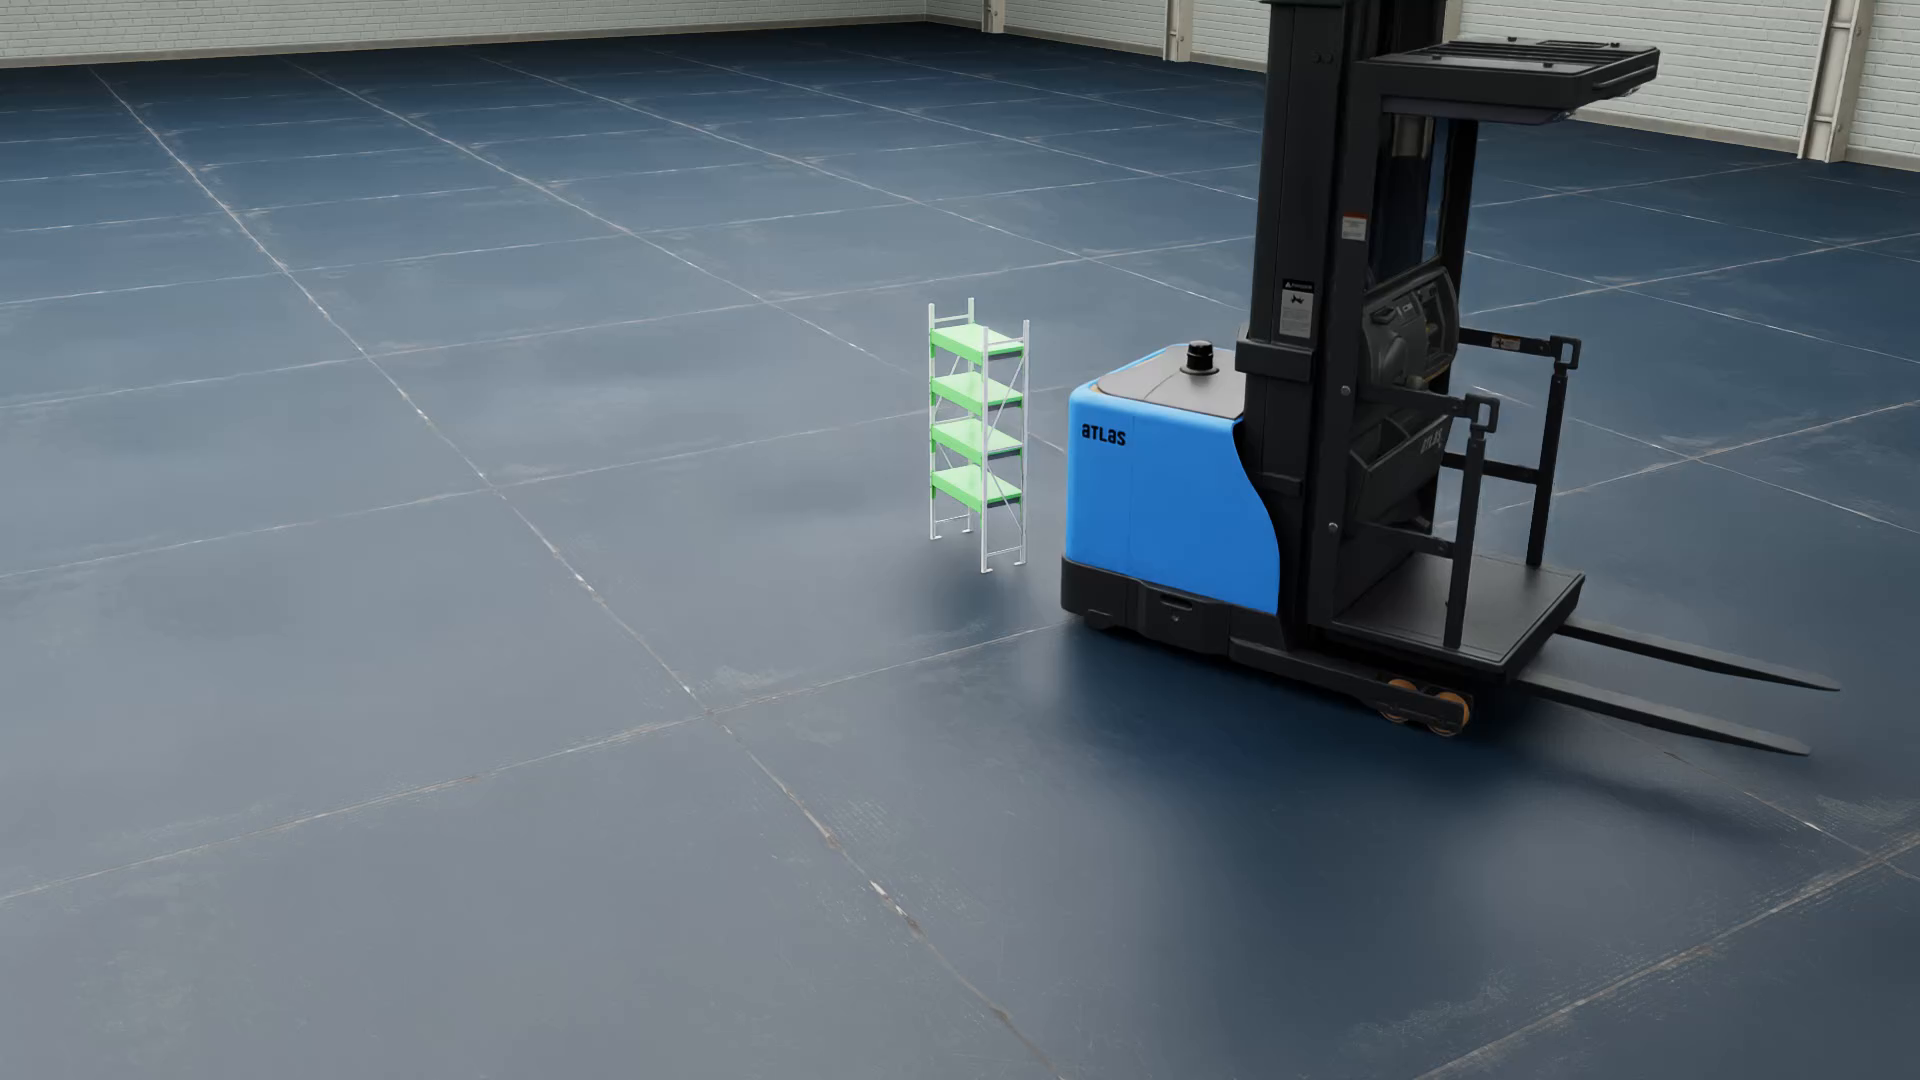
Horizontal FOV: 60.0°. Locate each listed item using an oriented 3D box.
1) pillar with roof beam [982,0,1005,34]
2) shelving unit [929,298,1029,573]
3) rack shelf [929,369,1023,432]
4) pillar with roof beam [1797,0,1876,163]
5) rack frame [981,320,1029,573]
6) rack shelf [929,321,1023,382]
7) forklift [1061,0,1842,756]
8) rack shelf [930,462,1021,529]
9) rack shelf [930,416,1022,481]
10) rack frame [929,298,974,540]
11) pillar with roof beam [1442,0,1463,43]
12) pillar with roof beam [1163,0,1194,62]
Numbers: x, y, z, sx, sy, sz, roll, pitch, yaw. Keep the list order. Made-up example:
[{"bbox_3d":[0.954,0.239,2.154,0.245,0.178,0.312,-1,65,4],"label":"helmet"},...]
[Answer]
[{"bbox_3d":[-3.035,-13.531,29.650,9.100,9.000,0.400,-13,25,-28],"label":"pillar with roof beam"},{"bbox_3d":[0.085,-0.502,7.954,0.258,1.200,0.503,-13,25,-28],"label":"shelving unit"},{"bbox_3d":[0.085,-0.665,7.887,0.258,0.148,0.480,-13,25,-28],"label":"rack shelf"},{"bbox_3d":[6.159,-7.704,15.315,9.100,9.000,0.400,-13,25,-28],"label":"pillar with roof beam"},{"bbox_3d":[0.209,-0.423,7.759,0.240,1.200,0.015,-13,25,-28],"label":"rack frame"},{"bbox_3d":[0.085,-0.888,7.797,0.258,0.148,0.480,-13,25,-28],"label":"rack shelf"},{"bbox_3d":[1.945,-0.825,6.449,3.031,2.935,1.130,15,26,32],"label":"forklift"},{"bbox_3d":[0.085,-0.221,8.068,0.258,0.148,0.480,-13,25,-28],"label":"rack shelf"},{"bbox_3d":[0.085,-0.443,7.978,0.258,0.148,0.480,-13,25,-28],"label":"rack shelf"},{"bbox_3d":[-0.040,-0.581,8.148,0.240,1.200,0.015,-13,25,-28],"label":"rack frame"},{"bbox_3d":[3.095,-9.646,20.093,9.100,9.000,0.400,-13,25,-28],"label":"pillar with roof beam"},{"bbox_3d":[0.030,-11.589,24.872,9.100,9.000,0.400,-13,25,-28],"label":"pillar with roof beam"}]
